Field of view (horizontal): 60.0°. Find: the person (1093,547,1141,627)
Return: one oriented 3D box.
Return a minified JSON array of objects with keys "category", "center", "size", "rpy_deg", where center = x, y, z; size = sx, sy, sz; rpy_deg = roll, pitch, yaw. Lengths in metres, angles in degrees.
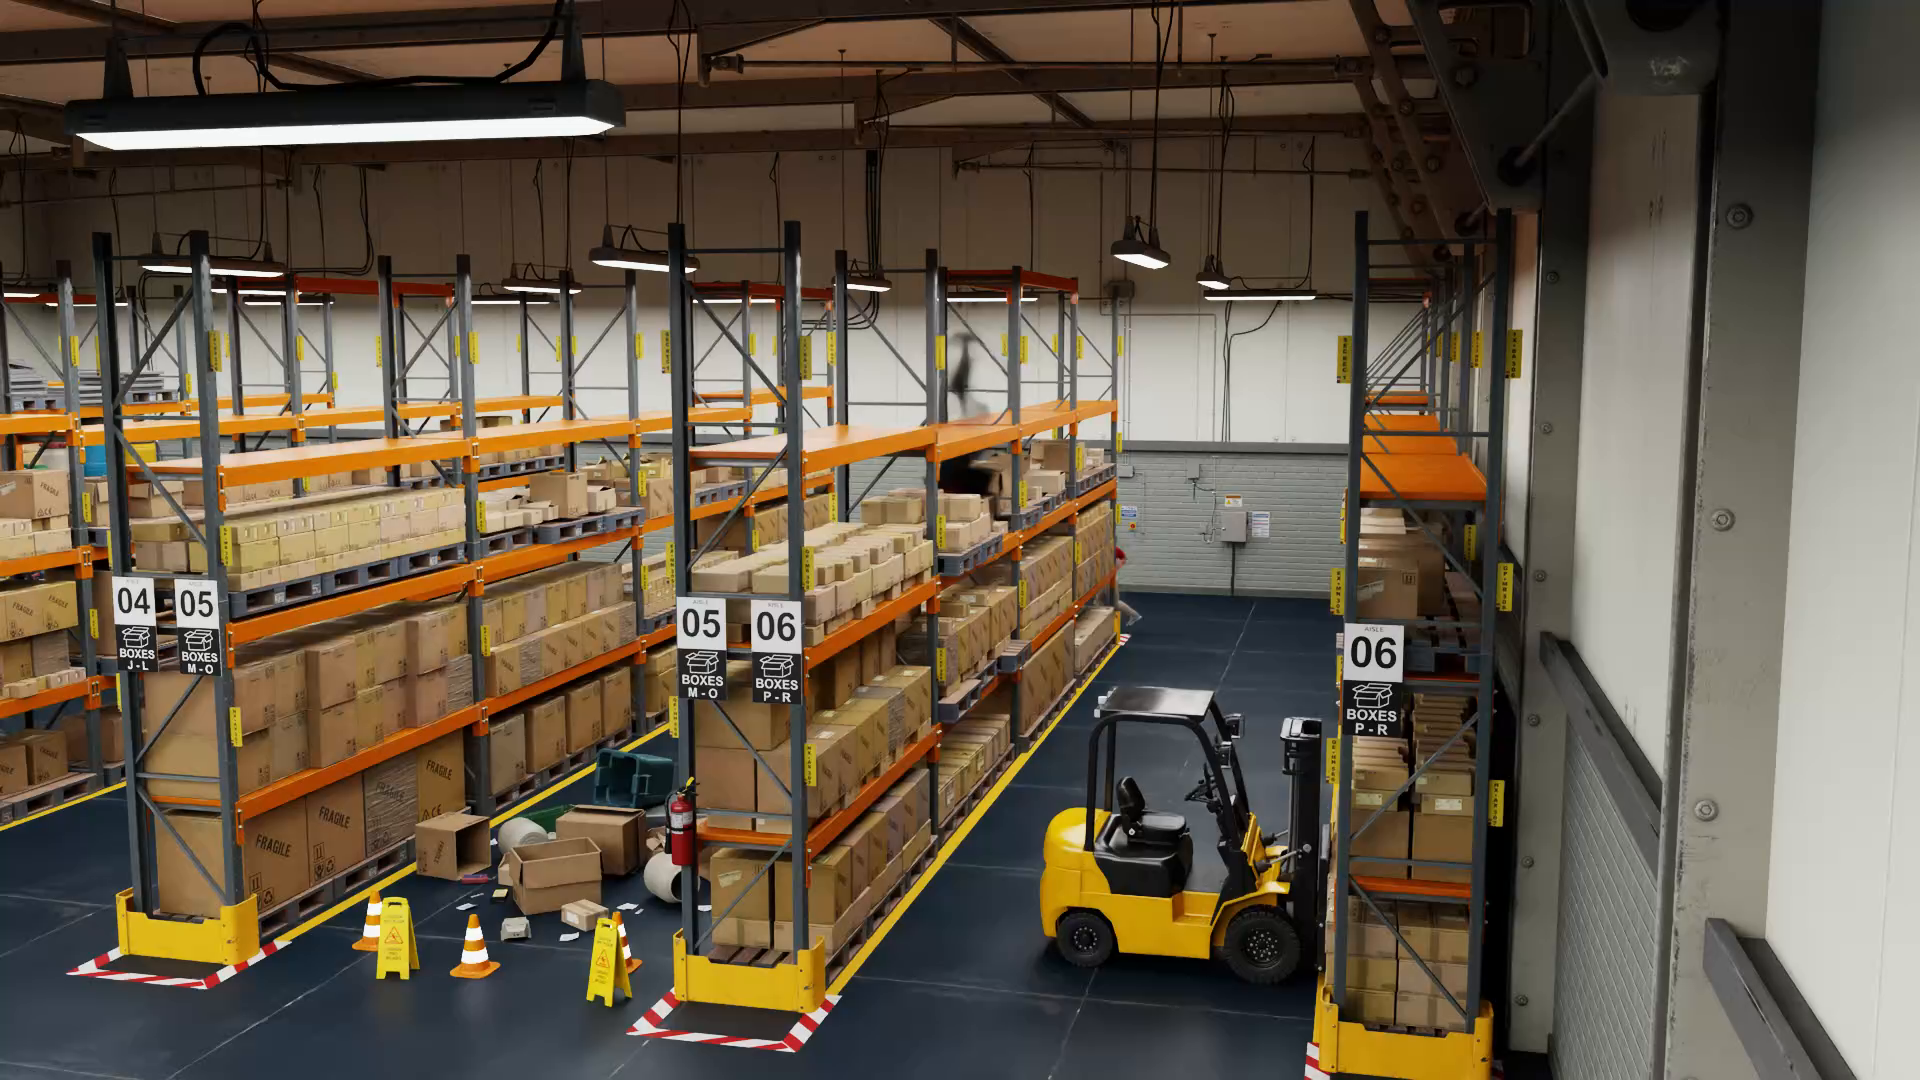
[{"category":"person","center":[2.661,0.786,29.164],"size":[1.068,1.786,0.627],"rpy_deg":[1,7,12]}]
